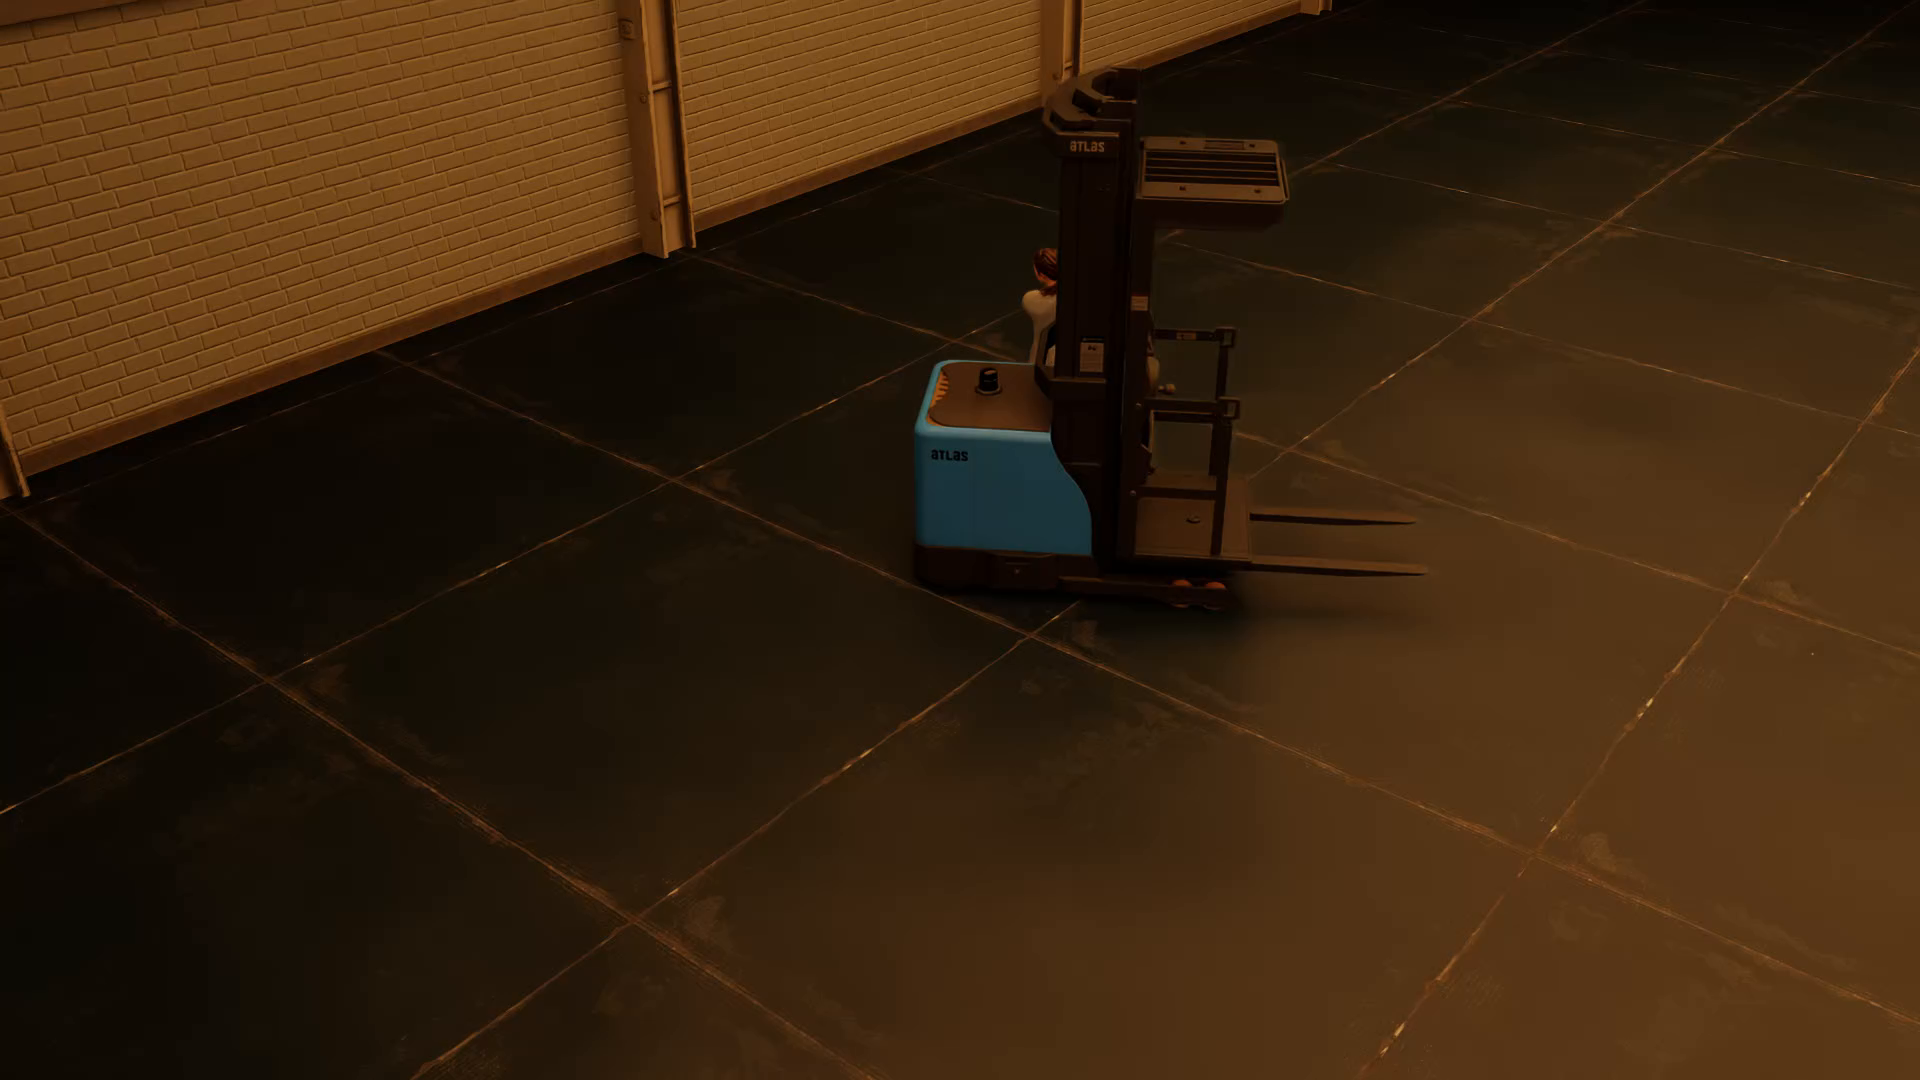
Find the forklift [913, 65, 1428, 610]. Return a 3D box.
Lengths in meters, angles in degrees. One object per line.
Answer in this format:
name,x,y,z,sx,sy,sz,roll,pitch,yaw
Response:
forklift,1.276,-1.136,9.539,3.031,2.935,1.130,3,30,6

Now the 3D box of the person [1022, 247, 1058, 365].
person,0.699,-1.205,11.009,0.644,1.582,0.823,1,30,2
